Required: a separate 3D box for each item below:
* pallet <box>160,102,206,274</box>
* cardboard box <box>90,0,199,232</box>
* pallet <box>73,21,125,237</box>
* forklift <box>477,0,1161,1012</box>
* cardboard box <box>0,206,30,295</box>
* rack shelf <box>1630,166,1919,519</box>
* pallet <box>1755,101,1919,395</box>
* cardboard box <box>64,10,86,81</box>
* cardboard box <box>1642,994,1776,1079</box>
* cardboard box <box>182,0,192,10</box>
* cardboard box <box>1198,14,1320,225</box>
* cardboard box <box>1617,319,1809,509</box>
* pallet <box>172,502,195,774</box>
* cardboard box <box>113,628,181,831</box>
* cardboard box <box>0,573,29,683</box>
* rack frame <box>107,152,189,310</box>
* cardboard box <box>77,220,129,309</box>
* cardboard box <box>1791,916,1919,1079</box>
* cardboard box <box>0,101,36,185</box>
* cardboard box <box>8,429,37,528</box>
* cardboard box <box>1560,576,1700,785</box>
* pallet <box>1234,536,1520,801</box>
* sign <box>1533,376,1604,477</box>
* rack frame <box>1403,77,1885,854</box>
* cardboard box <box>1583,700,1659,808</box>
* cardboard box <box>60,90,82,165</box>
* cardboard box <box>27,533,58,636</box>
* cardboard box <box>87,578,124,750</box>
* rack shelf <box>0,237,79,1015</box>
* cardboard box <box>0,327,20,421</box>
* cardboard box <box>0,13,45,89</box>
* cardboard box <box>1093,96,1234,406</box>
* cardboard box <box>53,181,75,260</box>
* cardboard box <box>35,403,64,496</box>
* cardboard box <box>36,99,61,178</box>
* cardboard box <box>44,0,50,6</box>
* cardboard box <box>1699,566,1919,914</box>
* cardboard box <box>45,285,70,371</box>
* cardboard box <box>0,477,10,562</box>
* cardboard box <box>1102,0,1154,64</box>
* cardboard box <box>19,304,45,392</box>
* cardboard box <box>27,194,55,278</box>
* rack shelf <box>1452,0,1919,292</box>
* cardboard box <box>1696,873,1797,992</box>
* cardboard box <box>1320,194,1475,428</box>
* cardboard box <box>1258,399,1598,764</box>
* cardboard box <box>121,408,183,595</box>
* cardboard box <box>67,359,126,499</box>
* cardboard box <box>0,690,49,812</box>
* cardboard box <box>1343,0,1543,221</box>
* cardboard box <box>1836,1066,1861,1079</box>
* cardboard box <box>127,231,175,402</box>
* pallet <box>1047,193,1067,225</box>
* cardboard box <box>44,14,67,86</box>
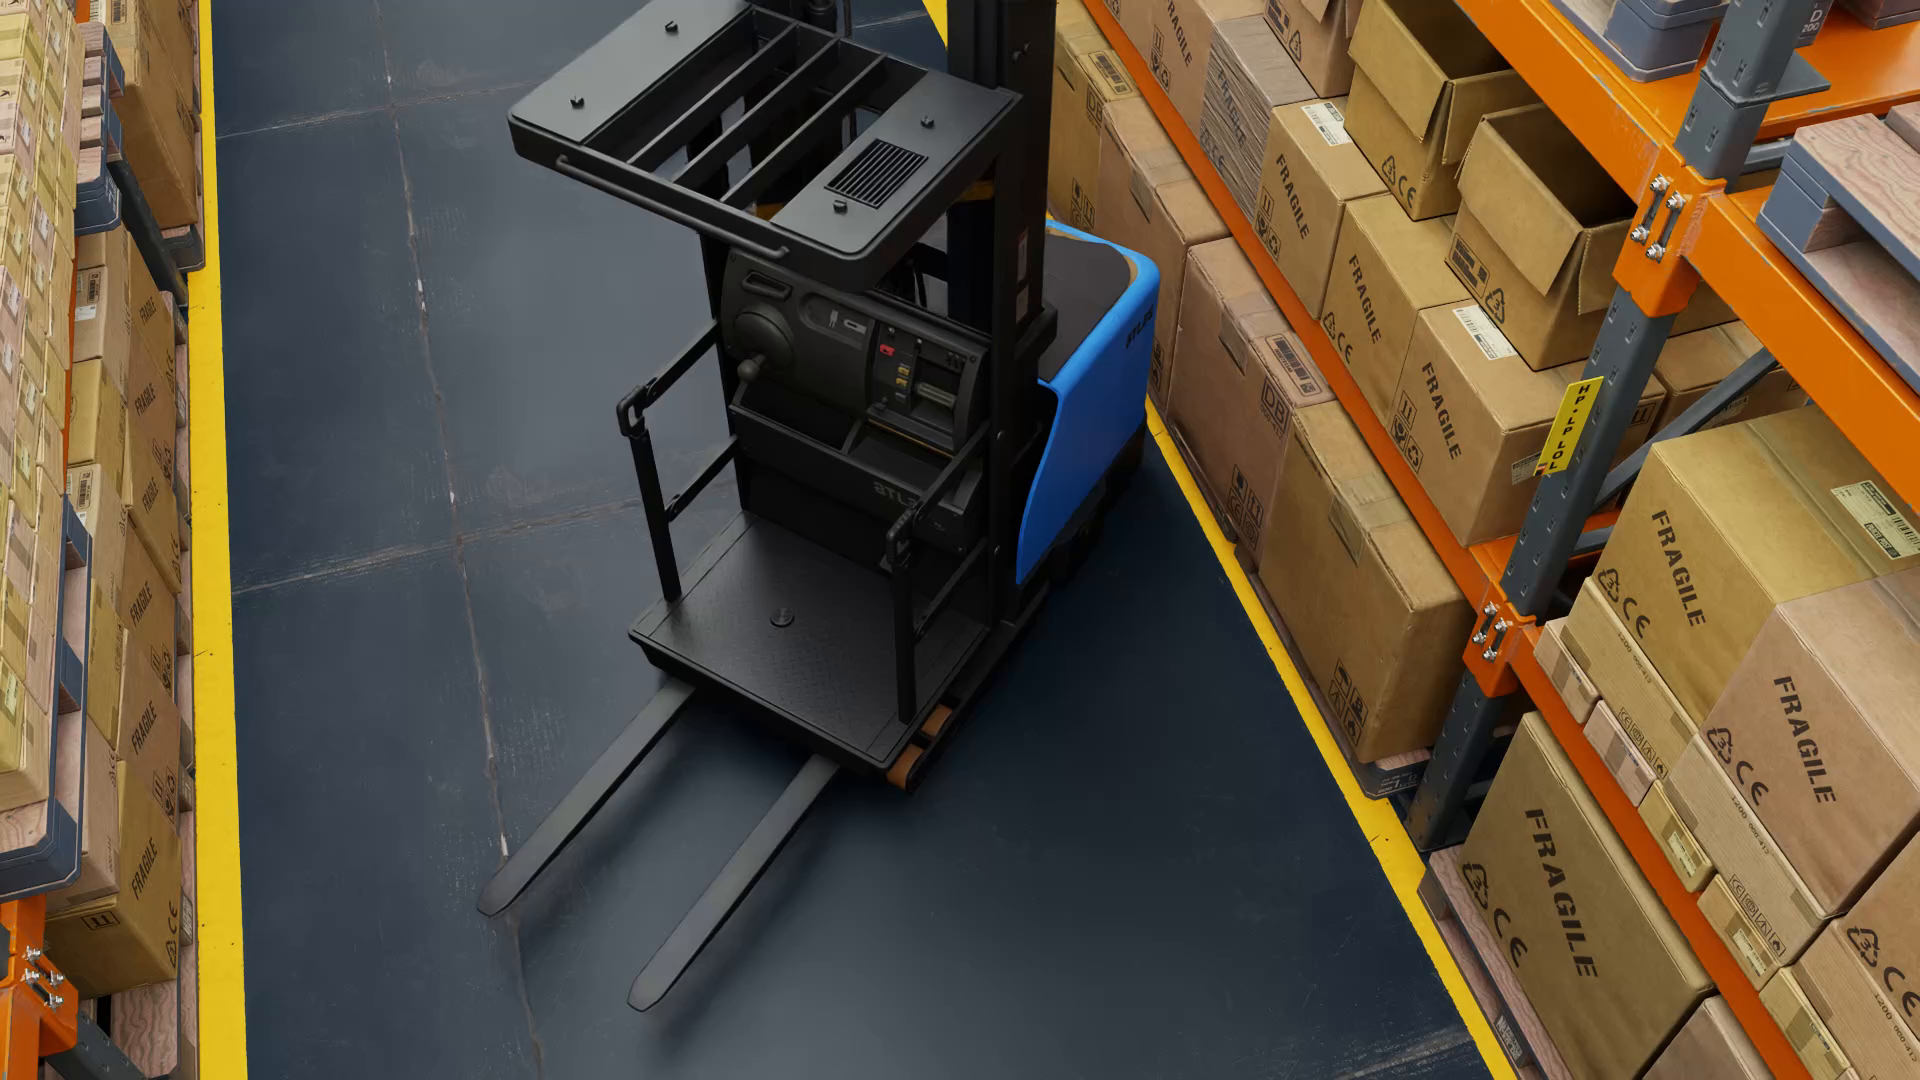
[{"bbox_3d":[-4.094,-1.627,7.773,1.003,0.211,1.213,-13,51,-11],"label":"pallet"},{"bbox_3d":[-4.027,-1.808,7.299,1.050,0.750,0.750,-14,51,-11],"label":"cardboard box"},{"bbox_3d":[-3.620,-1.375,5.862,1.213,0.211,1.003,-13,51,-11],"label":"pallet"},{"bbox_3d":[-0.459,-0.489,5.035,1.130,2.935,3.031,25,54,20],"label":"forklift"},{"bbox_3d":[-2.893,-0.789,4.744,0.380,0.149,0.250,-12,51,-10],"label":"cardboard box"},{"bbox_3d":[2.610,0.667,2.524,1.077,0.370,4.000,-13,51,-11],"label":"rack shelf"},{"bbox_3d":[2.250,-0.397,3.009,1.003,0.211,1.213,-13,51,-11],"label":"pallet"},{"bbox_3d":[-3.348,-1.731,5.927,0.380,0.149,0.250,-13,51,-10],"label":"cardboard box"},{"bbox_3d":[2.403,1.648,4.304,0.875,0.875,0.875,-13,51,-11],"label":"cardboard box"},{"bbox_3d":[-4.564,-3.126,8.410,1.050,0.750,0.750,-13,51,-11],"label":"cardboard box"},{"bbox_3d":[1.175,-1.481,5.761,0.500,0.500,0.500,-13,51,-11],"label":"cardboard box"},{"bbox_3d":[2.121,-0.484,4.920,0.500,0.500,0.500,-13,51,-11],"label":"cardboard box"},{"bbox_3d":[-3.346,0.426,6.042,1.003,0.211,1.213,-13,51,-11],"label":"pallet"},{"bbox_3d":[-2.873,0.673,5.370,0.500,0.500,0.500,-11,51,-9],"label":"cardboard box"},{"bbox_3d":[-2.505,0.258,4.055,0.380,0.149,0.250,-14,51,-12],"label":"cardboard box"},{"bbox_3d":[-3.933,-1.933,6.207,1.000,3.000,0.127,-13,51,-11],"label":"rack frame"},{"bbox_3d":[-3.480,-1.064,6.345,0.500,0.250,0.500,-14,51,-12],"label":"cardboard box"},{"bbox_3d":[2.208,1.037,3.607,0.500,0.250,0.500,-12,51,-10],"label":"cardboard box"},{"bbox_3d":[-3.052,-1.178,5.071,0.380,0.149,0.250,-13,51,-11],"label":"cardboard box"},{"bbox_3d":[-2.660,-0.120,4.374,0.380,0.149,0.250,-15,52,-13],"label":"cardboard box"},{"bbox_3d":[1.907,0.296,4.232,0.500,0.250,0.500,-14,51,-12],"label":"cardboard box"},{"bbox_3d":[1.718,0.293,6.154,1.003,0.211,1.213,-13,51,-11],"label":"pallet"},{"bbox_3d":[1.503,-0.277,4.106,0.100,0.325,0.005,-13,51,-11],"label":"sign"},{"bbox_3d":[2.018,-0.059,4.628,1.000,3.000,0.127,-13,51,-11],"label":"rack frame"},{"bbox_3d":[1.866,0.505,4.316,0.380,0.149,0.250,-15,51,-12],"label":"cardboard box"},{"bbox_3d":[-3.200,-1.361,5.615,0.380,0.149,0.250,-13,51,-10],"label":"cardboard box"},{"bbox_3d":[-2.585,0.158,4.334,0.380,0.149,0.250,-13,51,-11],"label":"cardboard box"},{"bbox_3d":[-2.876,0.429,5.086,0.500,0.250,0.500,-12,51,-10],"label":"cardboard box"},{"bbox_3d":[-3.341,-0.240,5.251,1.077,0.370,4.000,-13,51,-11],"label":"rack shelf"},{"bbox_3d":[-2.736,-0.409,4.423,0.380,0.149,0.250,-14,51,-11],"label":"cardboard box"},{"bbox_3d":[-3.200,-1.549,5.385,0.380,0.149,0.250,-12,51,-10],"label":"cardboard box"},{"bbox_3d":[1.276,-1.269,6.763,1.225,0.875,0.875,-13,51,-11],"label":"cardboard box"},{"bbox_3d":[-3.048,-0.982,5.295,0.380,0.149,0.250,-15,52,-13],"label":"cardboard box"},{"bbox_3d":[-2.734,-0.211,4.646,0.380,0.149,0.250,-15,52,-13],"label":"cardboard box"},{"bbox_3d":[-3.117,-1.256,5.332,0.380,0.149,0.250,-13,51,-11],"label":"cardboard box"},{"bbox_3d":[-3.350,-1.925,5.701,0.380,0.149,0.250,-15,52,-12],"label":"cardboard box"},{"bbox_3d":[2.054,0.421,3.636,0.500,0.500,0.500,-13,51,-11],"label":"cardboard box"},{"bbox_3d":[-2.890,-0.595,4.969,0.380,0.149,0.250,-15,52,-13],"label":"cardboard box"},{"bbox_3d":[-2.588,-0.039,4.111,0.380,0.149,0.250,-13,51,-11],"label":"cardboard box"},{"bbox_3d":[0.874,-2.220,6.384,0.500,0.500,0.500,-15,51,-12],"label":"cardboard box"},{"bbox_3d":[-2.820,-0.511,4.703,0.380,0.149,0.250,-14,51,-12],"label":"cardboard box"},{"bbox_3d":[-2.968,-0.884,5.018,0.380,0.149,0.250,-12,51,-10],"label":"cardboard box"},{"bbox_3d":[1.427,-2.255,4.987,1.077,0.370,4.000,-13,51,-11],"label":"rack shelf"},{"bbox_3d":[2.024,0.889,3.993,0.380,0.149,0.250,-15,51,-12],"label":"cardboard box"},{"bbox_3d":[1.479,-0.734,5.131,0.500,0.500,0.500,-12,51,-10],"label":"cardboard box"},{"bbox_3d":[1.810,0.028,5.670,1.225,0.875,0.875,-13,51,-11],"label":"cardboard box"},{"bbox_3d":[-3.166,-0.078,6.004,0.500,0.500,0.500,-15,52,-13],"label":"cardboard box"},{"bbox_3d":[-3.185,-0.323,5.720,0.500,0.250,0.500,-12,51,-10],"label":"cardboard box"},{"bbox_3d":[-2.427,0.543,4.010,0.380,0.149,0.250,-16,52,-13],"label":"cardboard box"},{"bbox_3d":[1.630,-1.383,5.022,0.797,0.503,0.637,-13,51,-11],"label":"cardboard box"},{"bbox_3d":[2.172,1.260,3.680,0.380,0.149,0.250,-13,51,-11],"label":"cardboard box"},{"bbox_3d":[-3.488,-0.841,6.647,0.500,0.500,0.500,-14,51,-11],"label":"cardboard box"},{"bbox_3d":[0.996,-1.489,7.657,1.003,0.211,1.213,-13,51,-11],"label":"pallet"},{"bbox_3d":[-3.271,-1.631,5.648,0.380,0.149,0.250,-12,51,-10],"label":"cardboard box"}]
